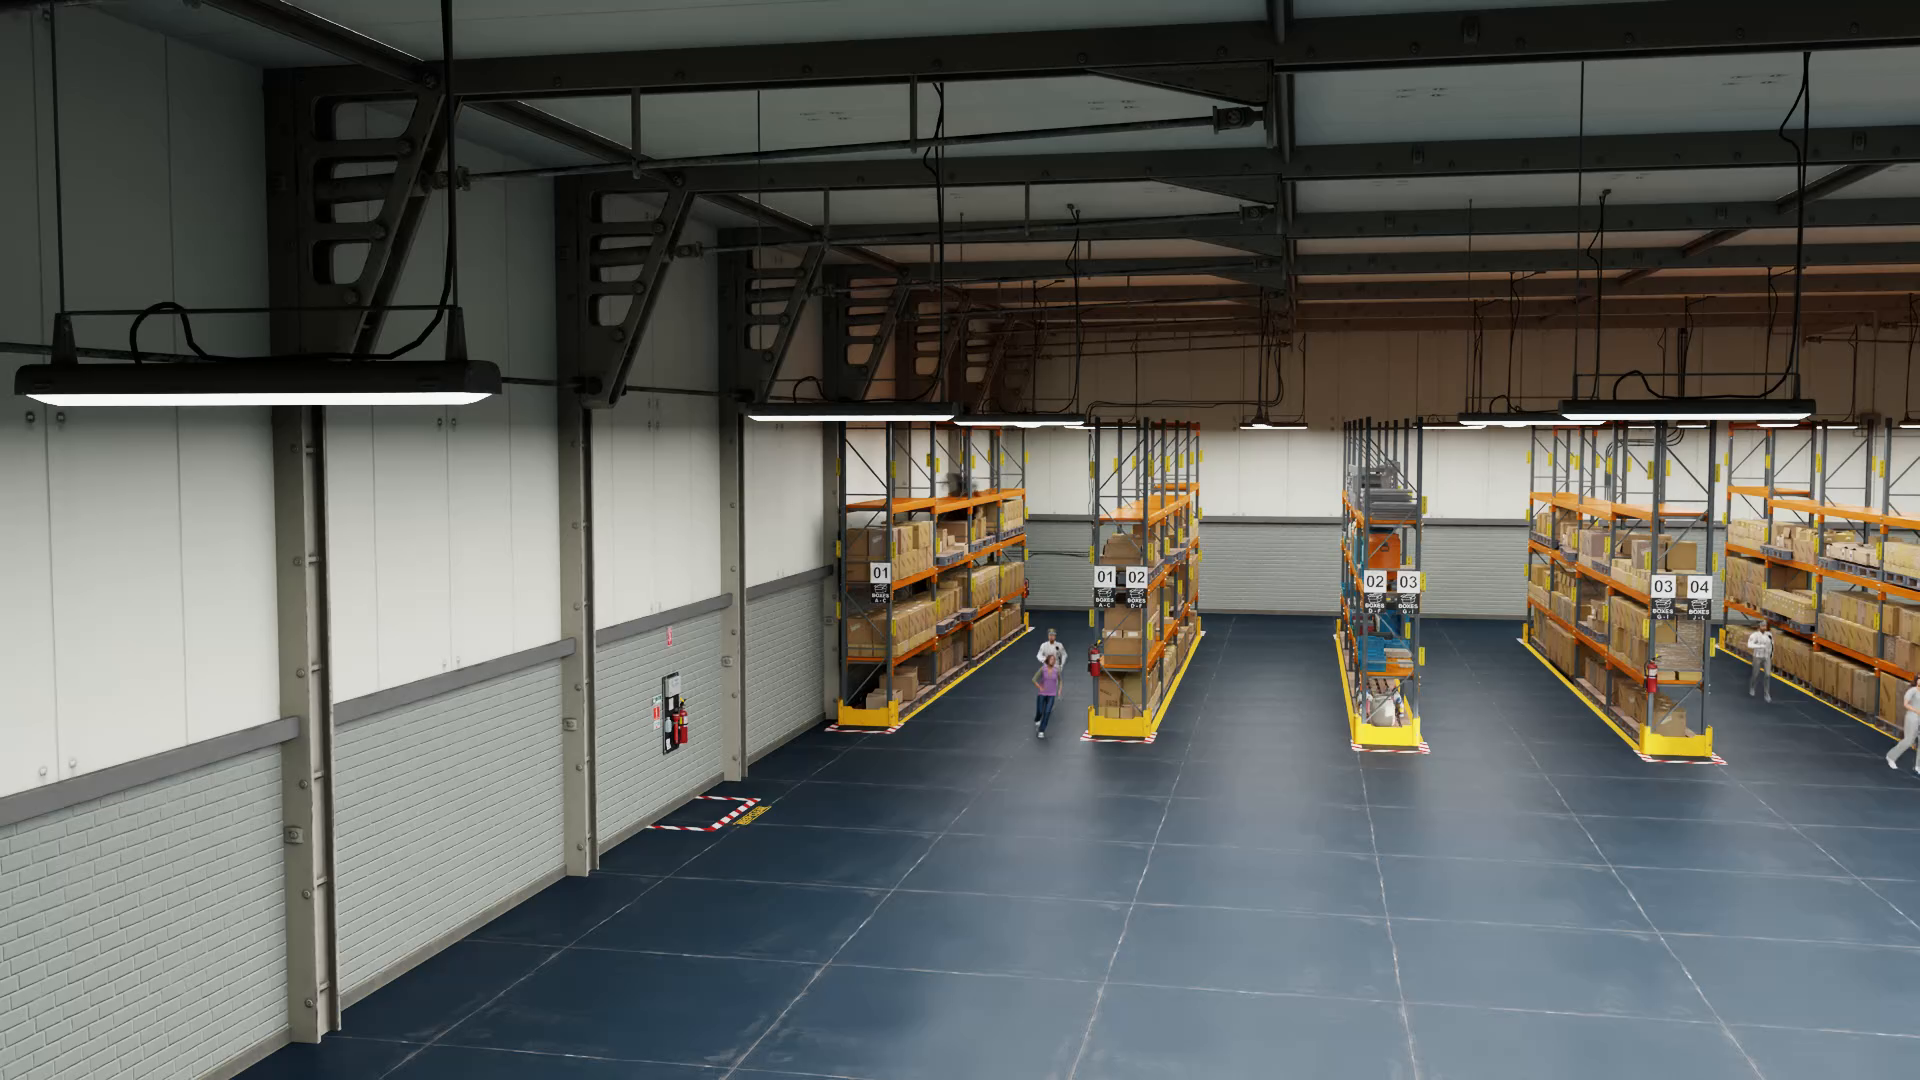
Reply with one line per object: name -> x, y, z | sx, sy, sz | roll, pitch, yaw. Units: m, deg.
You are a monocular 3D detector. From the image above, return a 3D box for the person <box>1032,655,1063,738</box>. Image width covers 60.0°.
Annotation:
person -> 1.652, 2.922, 31.254 | 0.603, 1.520, 0.675 | 0, 4, -1

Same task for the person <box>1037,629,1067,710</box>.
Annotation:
person -> 1.907, 2.655, 34.450 | 0.619, 1.663, 0.684 | 0, 4, 7

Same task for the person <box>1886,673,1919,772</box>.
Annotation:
person -> 16.122, 3.085, 28.050 | 0.620, 1.719, 0.757 | -2, 4, -23

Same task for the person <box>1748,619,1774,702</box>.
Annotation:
person -> 17.163, 2.555, 35.643 | 0.612, 1.748, 0.805 | 1, 4, 8
